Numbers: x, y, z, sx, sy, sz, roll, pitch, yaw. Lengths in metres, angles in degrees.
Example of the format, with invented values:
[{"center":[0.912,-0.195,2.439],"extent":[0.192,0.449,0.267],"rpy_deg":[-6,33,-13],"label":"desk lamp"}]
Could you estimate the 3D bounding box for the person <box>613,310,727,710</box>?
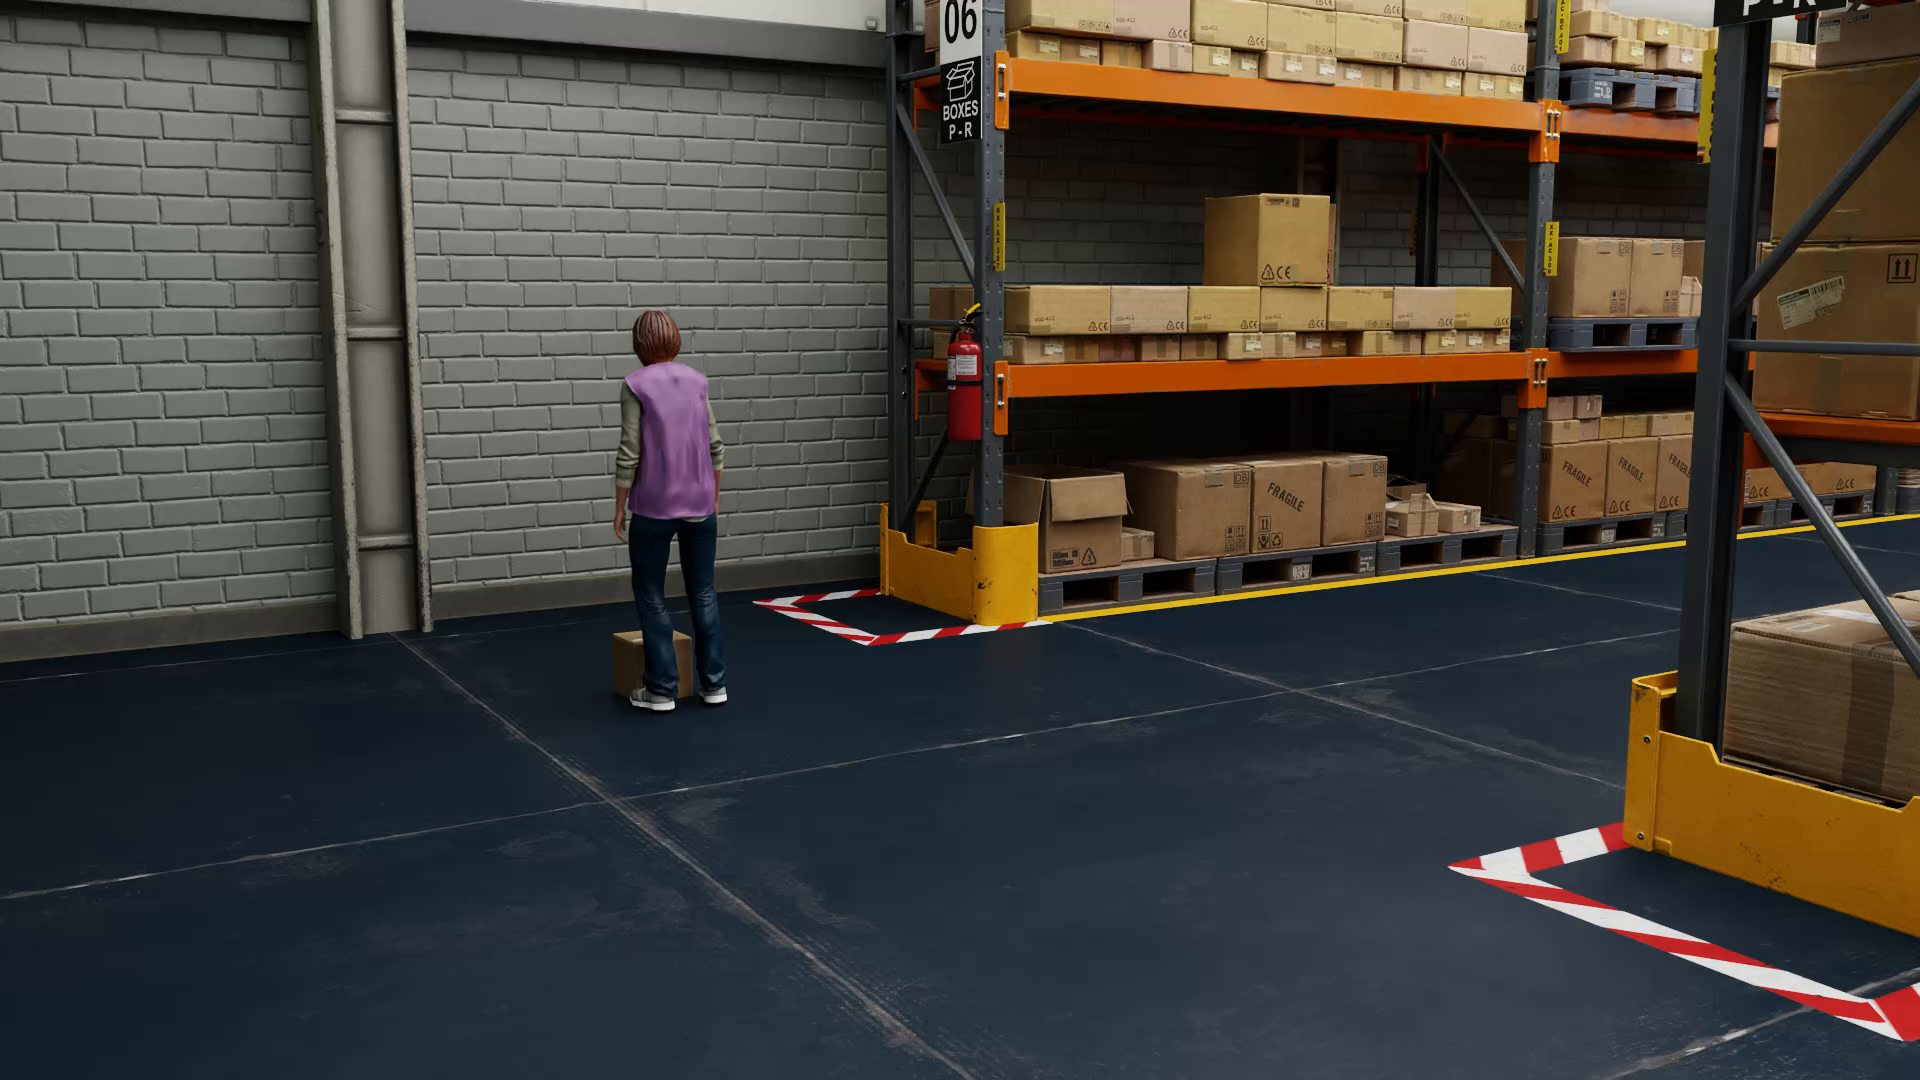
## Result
[{"center":[-1.151,-0.113,6.636],"extent":[0.485,1.593,0.343],"rpy_deg":[-6,10,-34],"label":"person"}]
